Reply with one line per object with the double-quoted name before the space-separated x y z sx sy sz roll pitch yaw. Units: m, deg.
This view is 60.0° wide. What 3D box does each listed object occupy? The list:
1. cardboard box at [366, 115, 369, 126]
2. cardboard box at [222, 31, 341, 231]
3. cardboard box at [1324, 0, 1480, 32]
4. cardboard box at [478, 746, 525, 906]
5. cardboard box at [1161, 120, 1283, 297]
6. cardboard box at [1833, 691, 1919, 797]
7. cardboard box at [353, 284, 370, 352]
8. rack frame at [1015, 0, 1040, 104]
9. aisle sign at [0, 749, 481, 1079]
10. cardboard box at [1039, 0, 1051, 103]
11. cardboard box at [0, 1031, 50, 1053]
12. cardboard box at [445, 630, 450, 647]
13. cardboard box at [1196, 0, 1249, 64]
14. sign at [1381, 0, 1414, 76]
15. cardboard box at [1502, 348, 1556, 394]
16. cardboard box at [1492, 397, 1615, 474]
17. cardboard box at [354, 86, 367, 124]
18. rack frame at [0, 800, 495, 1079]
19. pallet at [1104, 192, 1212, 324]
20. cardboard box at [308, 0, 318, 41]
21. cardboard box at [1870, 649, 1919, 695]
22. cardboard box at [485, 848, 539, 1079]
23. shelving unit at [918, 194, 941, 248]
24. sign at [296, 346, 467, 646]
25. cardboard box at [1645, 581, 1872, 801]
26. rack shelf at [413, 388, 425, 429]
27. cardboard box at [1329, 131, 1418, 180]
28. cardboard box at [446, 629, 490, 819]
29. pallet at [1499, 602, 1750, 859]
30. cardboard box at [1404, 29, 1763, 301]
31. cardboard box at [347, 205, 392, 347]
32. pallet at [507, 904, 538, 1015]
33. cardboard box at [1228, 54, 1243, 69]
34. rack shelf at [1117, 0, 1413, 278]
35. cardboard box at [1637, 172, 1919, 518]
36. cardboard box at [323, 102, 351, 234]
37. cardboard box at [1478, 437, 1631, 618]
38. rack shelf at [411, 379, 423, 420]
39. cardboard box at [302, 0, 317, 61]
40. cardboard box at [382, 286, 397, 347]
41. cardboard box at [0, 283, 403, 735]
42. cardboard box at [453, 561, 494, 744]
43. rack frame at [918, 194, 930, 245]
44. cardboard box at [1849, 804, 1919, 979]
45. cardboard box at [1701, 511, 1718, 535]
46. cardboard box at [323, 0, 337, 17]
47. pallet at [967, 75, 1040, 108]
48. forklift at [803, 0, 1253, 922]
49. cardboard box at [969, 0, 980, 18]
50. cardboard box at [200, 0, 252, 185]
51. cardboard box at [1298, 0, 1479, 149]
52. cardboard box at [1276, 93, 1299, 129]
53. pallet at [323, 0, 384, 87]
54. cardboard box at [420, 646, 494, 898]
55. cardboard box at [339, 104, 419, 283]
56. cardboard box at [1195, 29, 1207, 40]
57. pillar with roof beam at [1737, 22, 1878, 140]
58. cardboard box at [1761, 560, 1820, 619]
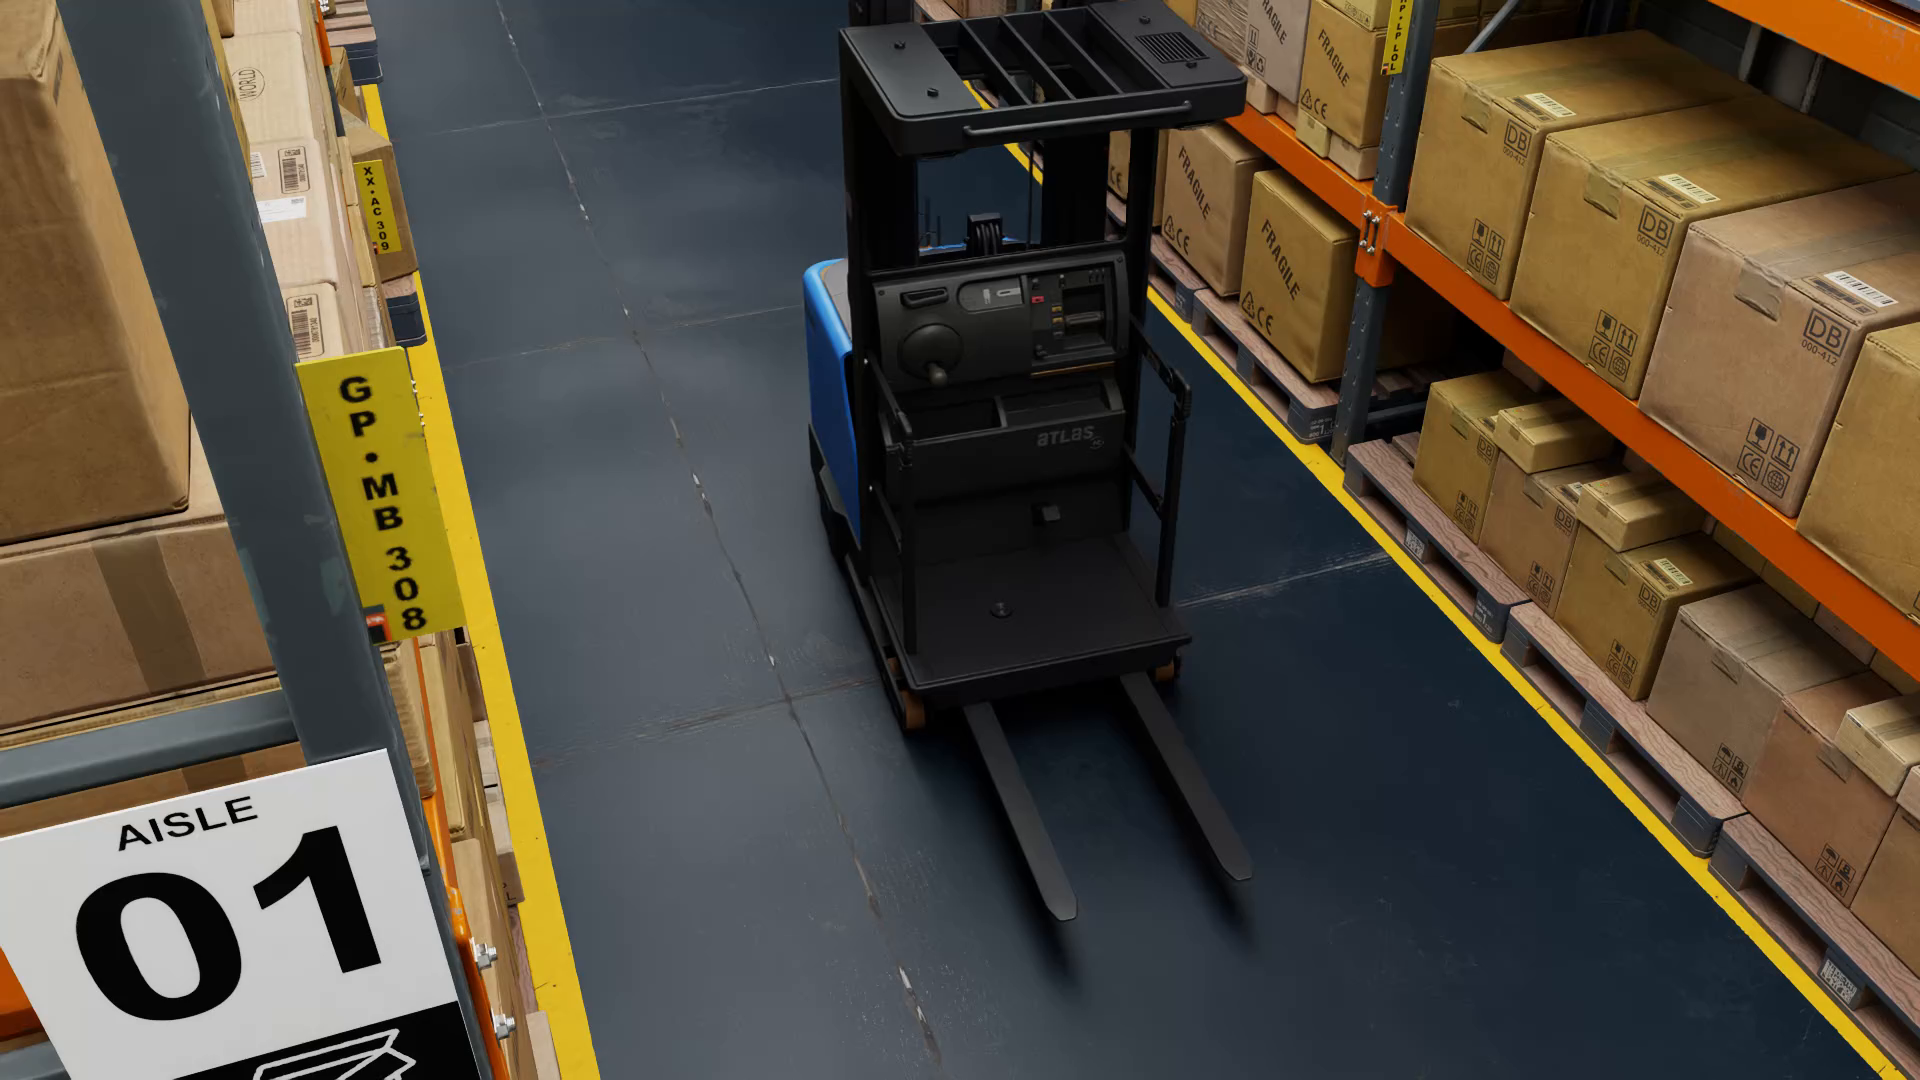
"cardboard box" -3.715 -2.320 9.773 0.500 0.250 0.500 -13 39 -16
"cardboard box" -1.334 -0.621 2.798 0.500 0.250 0.500 -12 39 -16
"cardboard box" 1.815 -2.339 6.892 0.500 0.250 0.500 -12 38 -15
"cardboard box" -1.714 0.951 5.363 0.500 0.311 0.500 -12 39 -16
"cardboard box" 1.561 -1.813 8.601 0.750 0.750 0.750 -11 38 -15
"cardboard box" 2.953 0.616 5.129 0.380 0.149 0.250 -11 38 -15
"cardboard box" -1.156 -0.141 2.575 0.500 0.250 0.500 -12 39 -16
"rack frame" 0.839 -3.921 9.963 1.000 3.000 0.127 -12 39 -16
"aisle sign" -0.759 0.565 1.846 0.394 0.787 0.004 -12 39 -16
"cardboard box" 0.969 -2.788 9.896 0.750 0.750 0.750 -13 39 -17
"cardboard box" -1.469 0.992 2.526 0.500 0.500 0.500 -13 39 -16
"cardboard box" -1.493 0.017 3.820 0.500 0.500 0.500 -13 39 -16
"cardboard box" 1.470 -2.609 7.873 0.500 0.500 0.500 -12 39 -16
"sign" 1.709 -1.975 6.482 0.100 0.325 0.005 -12 39 -16
"cardboard box" 2.513 -0.769 6.968 0.380 0.149 0.250 -13 39 -16
"cardboard box" 2.323 -0.415 6.497 0.380 0.149 0.250 -11 38 -14
"cardboard box" -3.715 -2.544 9.604 0.500 0.311 0.500 -11 38 -14
"rack frame" -1.058 1.626 2.599 1.000 3.000 0.127 -12 39 -16
"pallet" 1.456 -1.658 9.276 1.003 0.211 1.213 -12 39 -16
"cardboard box" -1.855 -1.268 4.072 0.500 0.250 0.500 -12 39 -16
"cardboard box" 3.227 0.397 5.420 0.380 0.149 0.250 -12 39 -16
"cardboard box" -1.146 0.990 3.359 0.500 0.500 0.500 -13 39 -16
"shelving unit" -0.225 -0.956 7.522 0.258 1.200 0.189 -10 38 -13
"sign" -0.549 -0.034 1.582 0.100 0.325 0.005 -12 39 -16
"cardboard box" 2.911 0.487 5.839 0.700 0.500 0.500 -14 39 -17
"rack shelf" -1.746 0.783 4.315 1.077 0.370 4.000 -12 39 -16
"cardboard box" 1.833 -1.702 7.208 0.380 0.149 0.250 -12 39 -16
"cardboard box" -1.486 0.423 4.112 0.500 0.500 0.500 -12 39 -15
"pallet" 2.827 0.588 6.294 1.003 0.211 1.213 -12 39 -16
"cardboard box" 2.387 -1.472 6.461 0.980 0.700 0.700 -12 39 -15
"cardboard box" -1.839 -0.552 4.576 0.500 0.500 0.500 -13 39 -17
"pallet" -1.775 1.558 5.006 1.003 0.211 1.213 -12 39 -16
"cardboard box" 1.510 -2.284 7.981 0.380 0.149 0.250 -12 39 -16
"rack shelf" 1.527 -2.504 8.679 1.077 0.370 4.000 -12 39 -16
"cardboard box" 2.892 -0.649 5.369 0.980 0.700 0.700 -14 39 -18
"cardboard box" -1.508 -0.704 3.323 0.500 0.250 0.500 -12 39 -16
"cardboard box" 2.546 -0.103 6.622 0.700 0.500 0.500 -13 39 -16
"rack shelf" -3.123 -1.476 7.315 1.077 0.370 4.000 -12 39 -16
"cardboard box" -1.673 -1.187 3.549 0.500 0.250 0.500 -12 39 -16
"cardboard box" -2.021 -0.445 5.264 0.500 0.500 0.500 -12 39 -15
"cardboard box" -0.990 -0.056 2.048 0.500 0.250 0.500 -12 39 -16
"cardboard box" -1.972 0.452 5.869 0.500 0.500 0.500 -12 39 -16
"rack frame" -0.250 -1.009 7.592 0.240 1.200 0.006 -10 38 -13
"cardboard box" 3.257 1.054 5.086 0.700 0.500 0.500 -12 39 -16
"cardboard box" 2.874 -0.181 6.186 0.380 0.149 0.250 -12 39 -15
"cardboard box" -3.488 -2.769 8.001 0.700 0.500 0.500 -26 44 -31
"pallet" 0.571 -3.249 11.388 1.003 0.211 1.213 -12 39 -16
"forklift" 0.218 -0.713 5.761 1.130 2.935 3.031 -10 38 -13
"cardboard box" 0.474 -3.810 11.526 0.700 0.500 0.500 -13 39 -16
"cardboard box" -1.343 -0.599 2.144 0.700 0.500 0.500 -12 39 -16
"cardboard box" 1.820 -2.037 7.114 0.500 0.500 0.500 -13 39 -17
"cardboard box" 1.677 -1.995 7.598 0.380 0.149 0.250 -11 38 -15
"pallet" -3.512 -2.449 8.167 1.213 0.211 1.003 -12 39 -16
"cardboard box" -1.150 0.587 3.063 0.500 0.500 0.500 -12 39 -15
"cardboard box" -2.387 -1.156 5.859 0.700 0.500 0.500 -26 44 -31
"cardboard box" 1.357 -2.581 8.375 0.380 0.149 0.250 -11 38 -15
"pillar with roof beam" -0.774 -2.950 3.687 9.100 9.000 0.400 -12 39 -16
"cardboard box" 3.050 0.108 5.803 0.380 0.149 0.250 -12 39 -15
